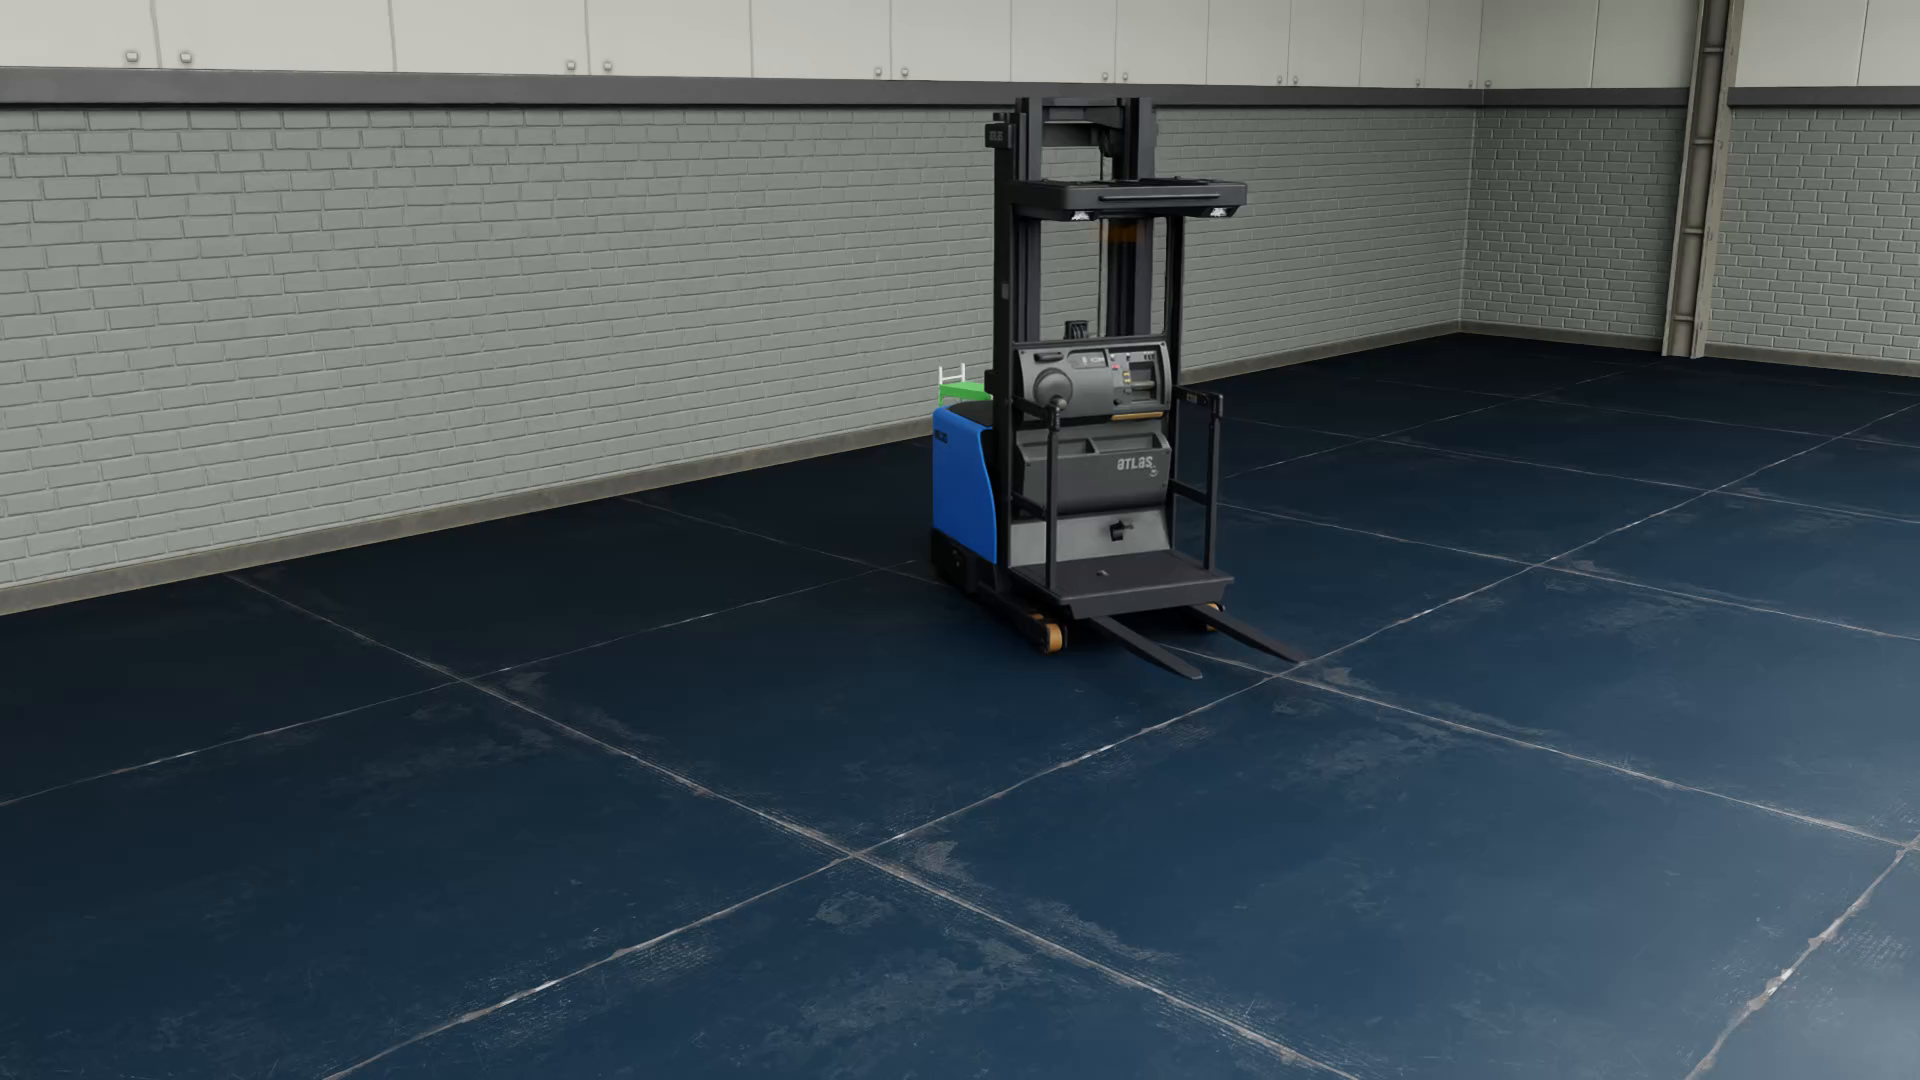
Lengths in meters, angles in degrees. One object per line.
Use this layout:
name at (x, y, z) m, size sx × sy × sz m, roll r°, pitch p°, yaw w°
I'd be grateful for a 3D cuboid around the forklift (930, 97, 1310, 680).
forklift at (0.845, -0.921, 9.152) m, size 1.130 × 2.935 × 3.031 m, roll -6°, pitch 16°, yaw -22°

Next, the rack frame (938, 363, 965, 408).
rack frame at (-0.057, -0.594, 11.334) m, size 0.015 × 1.200 × 0.240 m, roll 14°, pitch 20°, yaw 42°

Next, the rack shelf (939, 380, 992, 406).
rack shelf at (0.119, -0.954, 11.065) m, size 0.480 × 0.148 × 0.258 m, roll 14°, pitch 20°, yaw 42°

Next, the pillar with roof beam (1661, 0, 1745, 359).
pillar with roof beam at (5.664, -5.781, 15.771) m, size 0.400 × 9.000 × 9.100 m, roll 14°, pitch 20°, yaw 42°

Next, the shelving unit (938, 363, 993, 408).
shelving unit at (0.119, -0.552, 11.170) m, size 0.503 × 1.200 × 0.258 m, roll 14°, pitch 20°, yaw 42°
